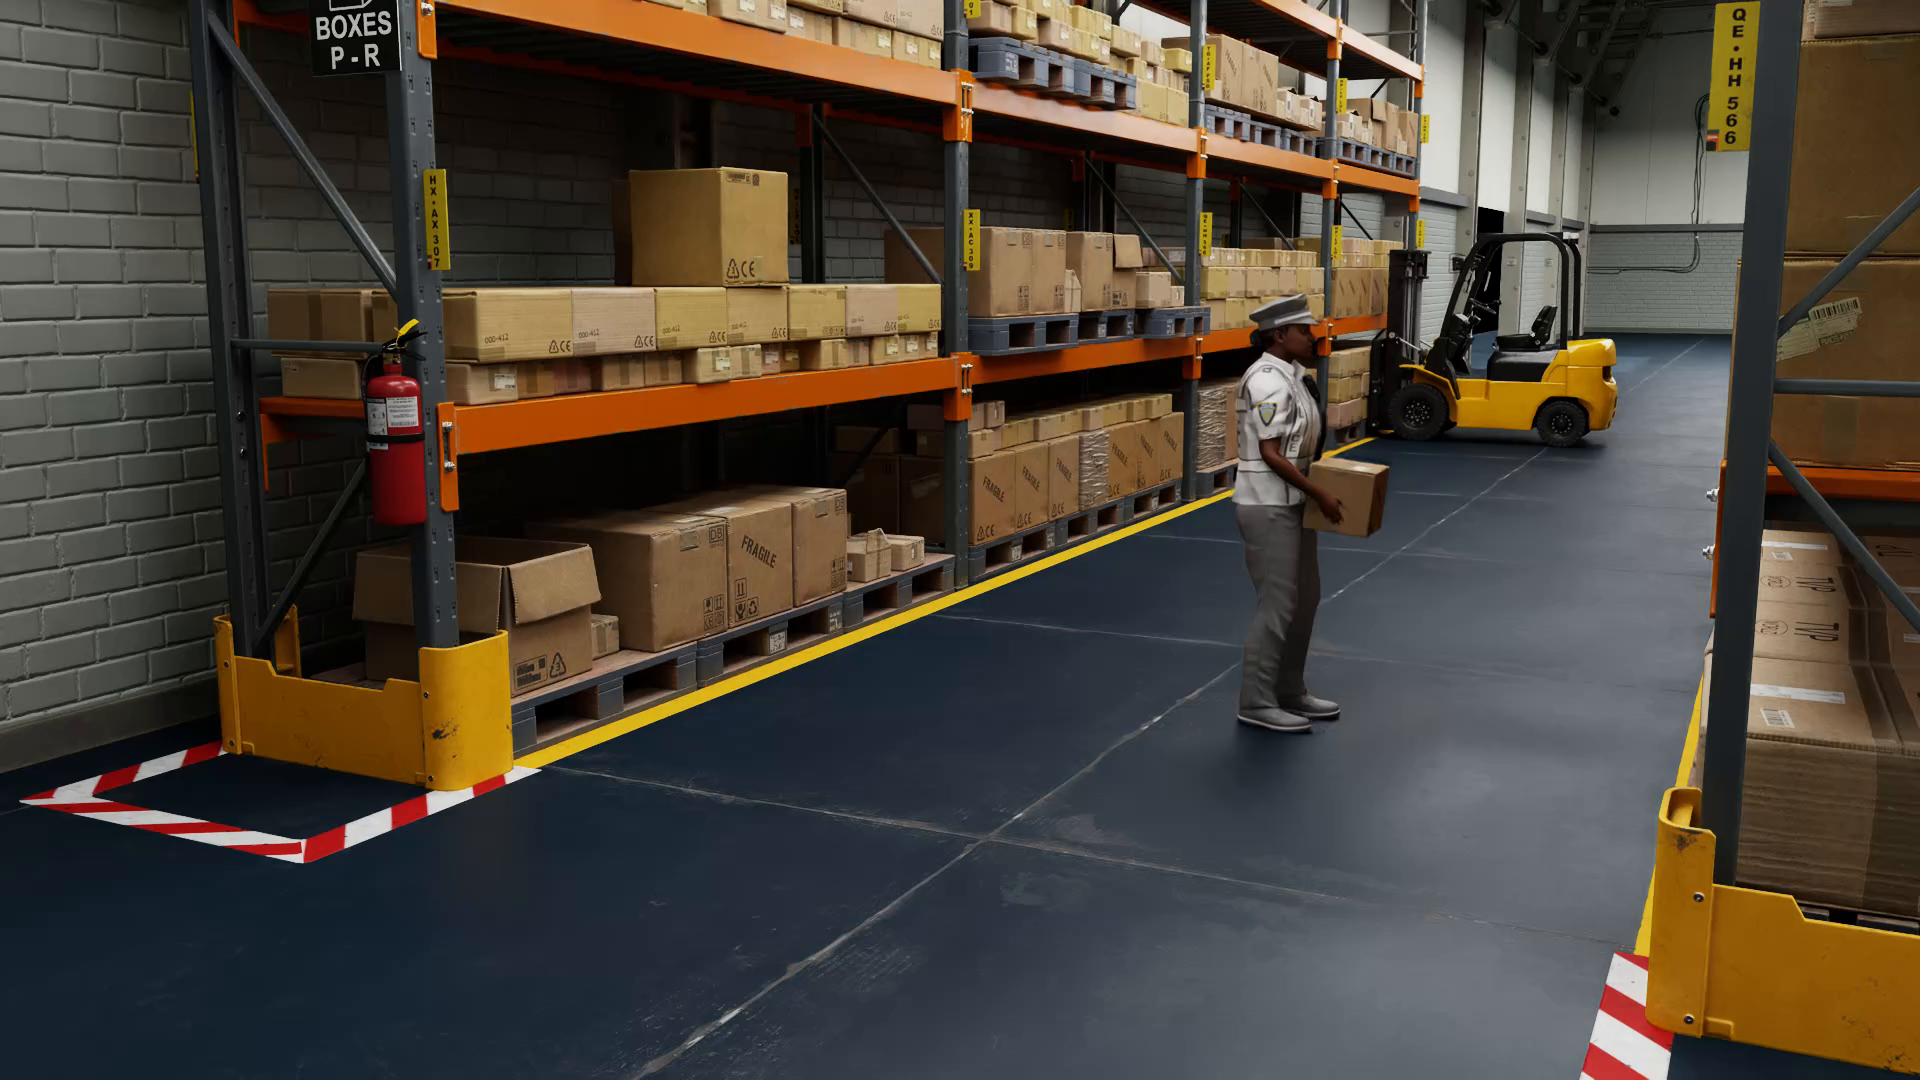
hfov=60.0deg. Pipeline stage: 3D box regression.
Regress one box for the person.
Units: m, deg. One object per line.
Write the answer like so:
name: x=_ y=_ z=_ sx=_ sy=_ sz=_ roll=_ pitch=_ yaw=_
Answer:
person: x=1.315 y=-0.119 z=6.512 sx=0.478 sy=1.690 sz=0.473 roll=4 pitch=10 yaw=25
